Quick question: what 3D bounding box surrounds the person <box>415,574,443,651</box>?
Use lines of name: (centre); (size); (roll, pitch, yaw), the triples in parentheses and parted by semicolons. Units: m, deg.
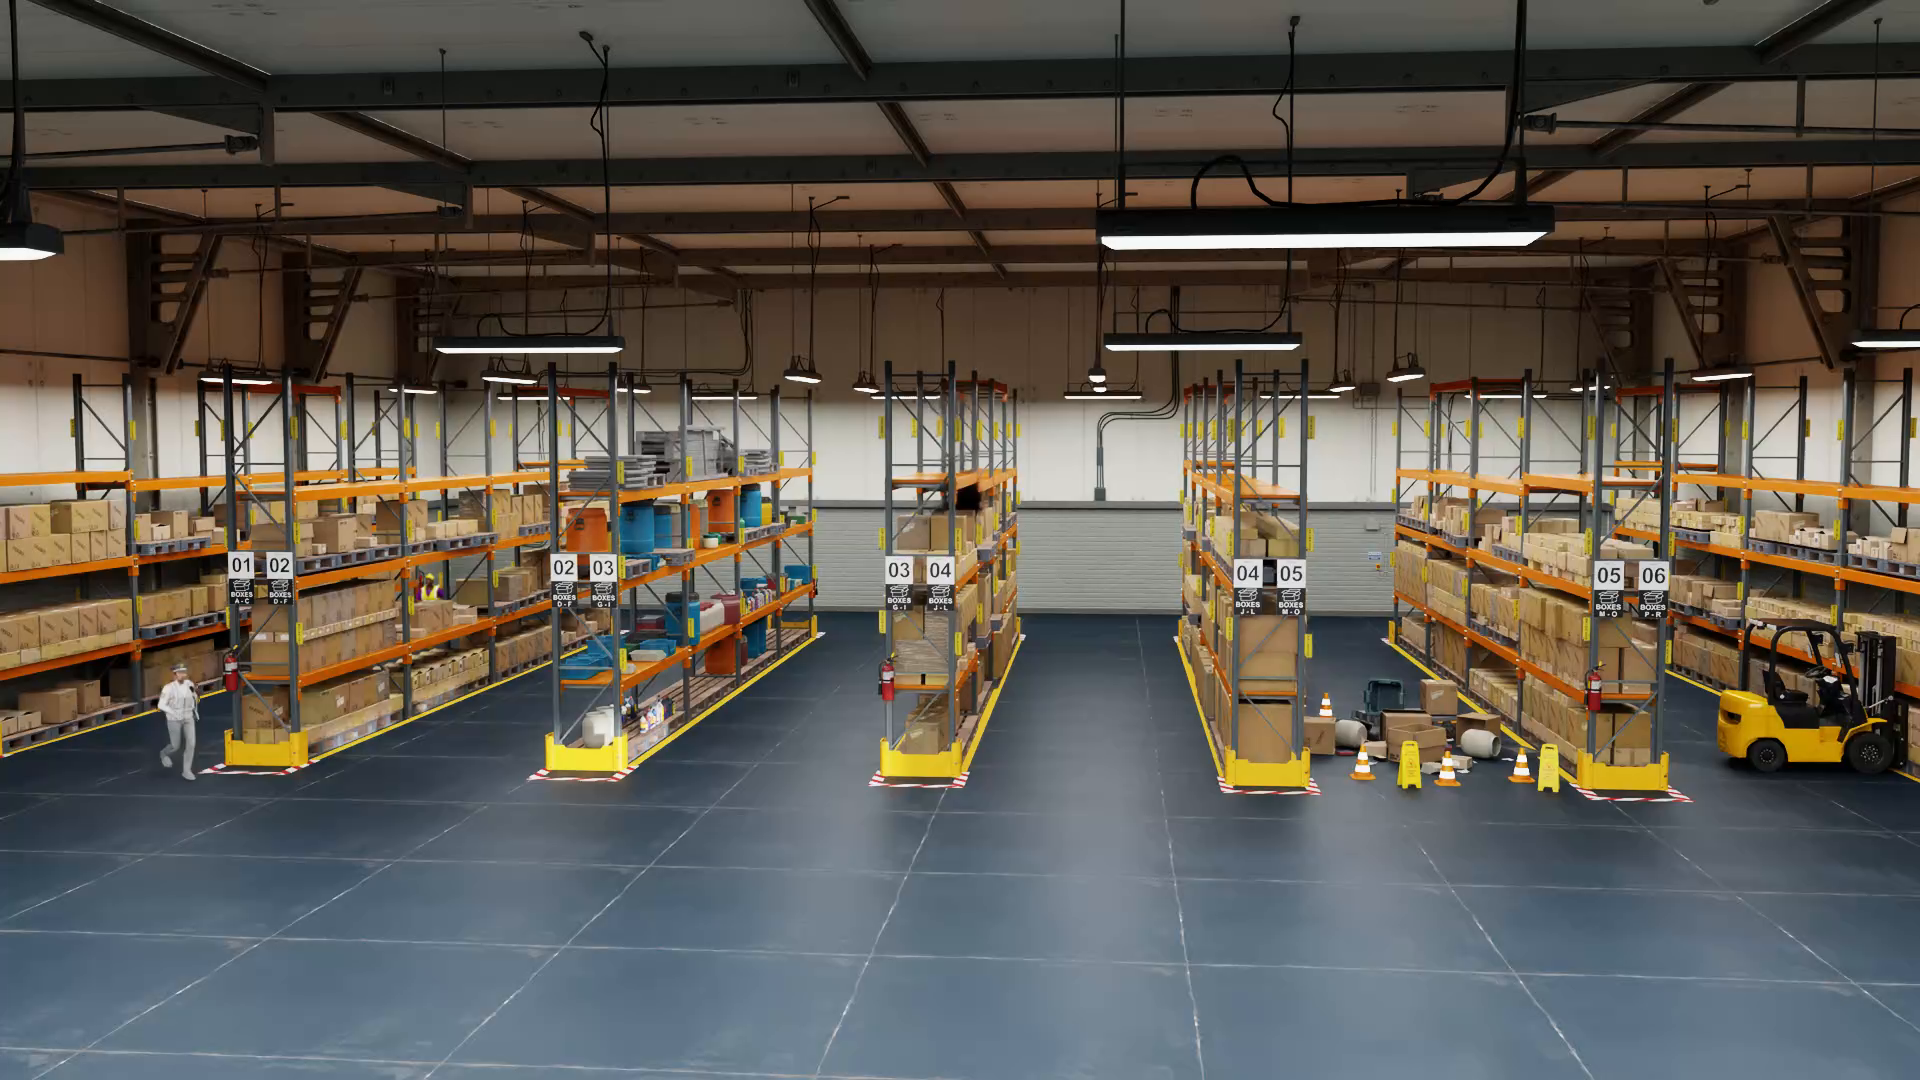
person: (-12.089, 1.643, 37.978); (0.714, 1.733, 0.791); (0, 4, -2)

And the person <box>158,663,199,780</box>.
person: (-11.295, 2.595, 24.040); (0.824, 1.679, 0.606); (3, 5, 41)

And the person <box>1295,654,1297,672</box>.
person: (6.716, 1.969, 33.655); (0.550, 1.700, 0.824); (0, 4, -1)
